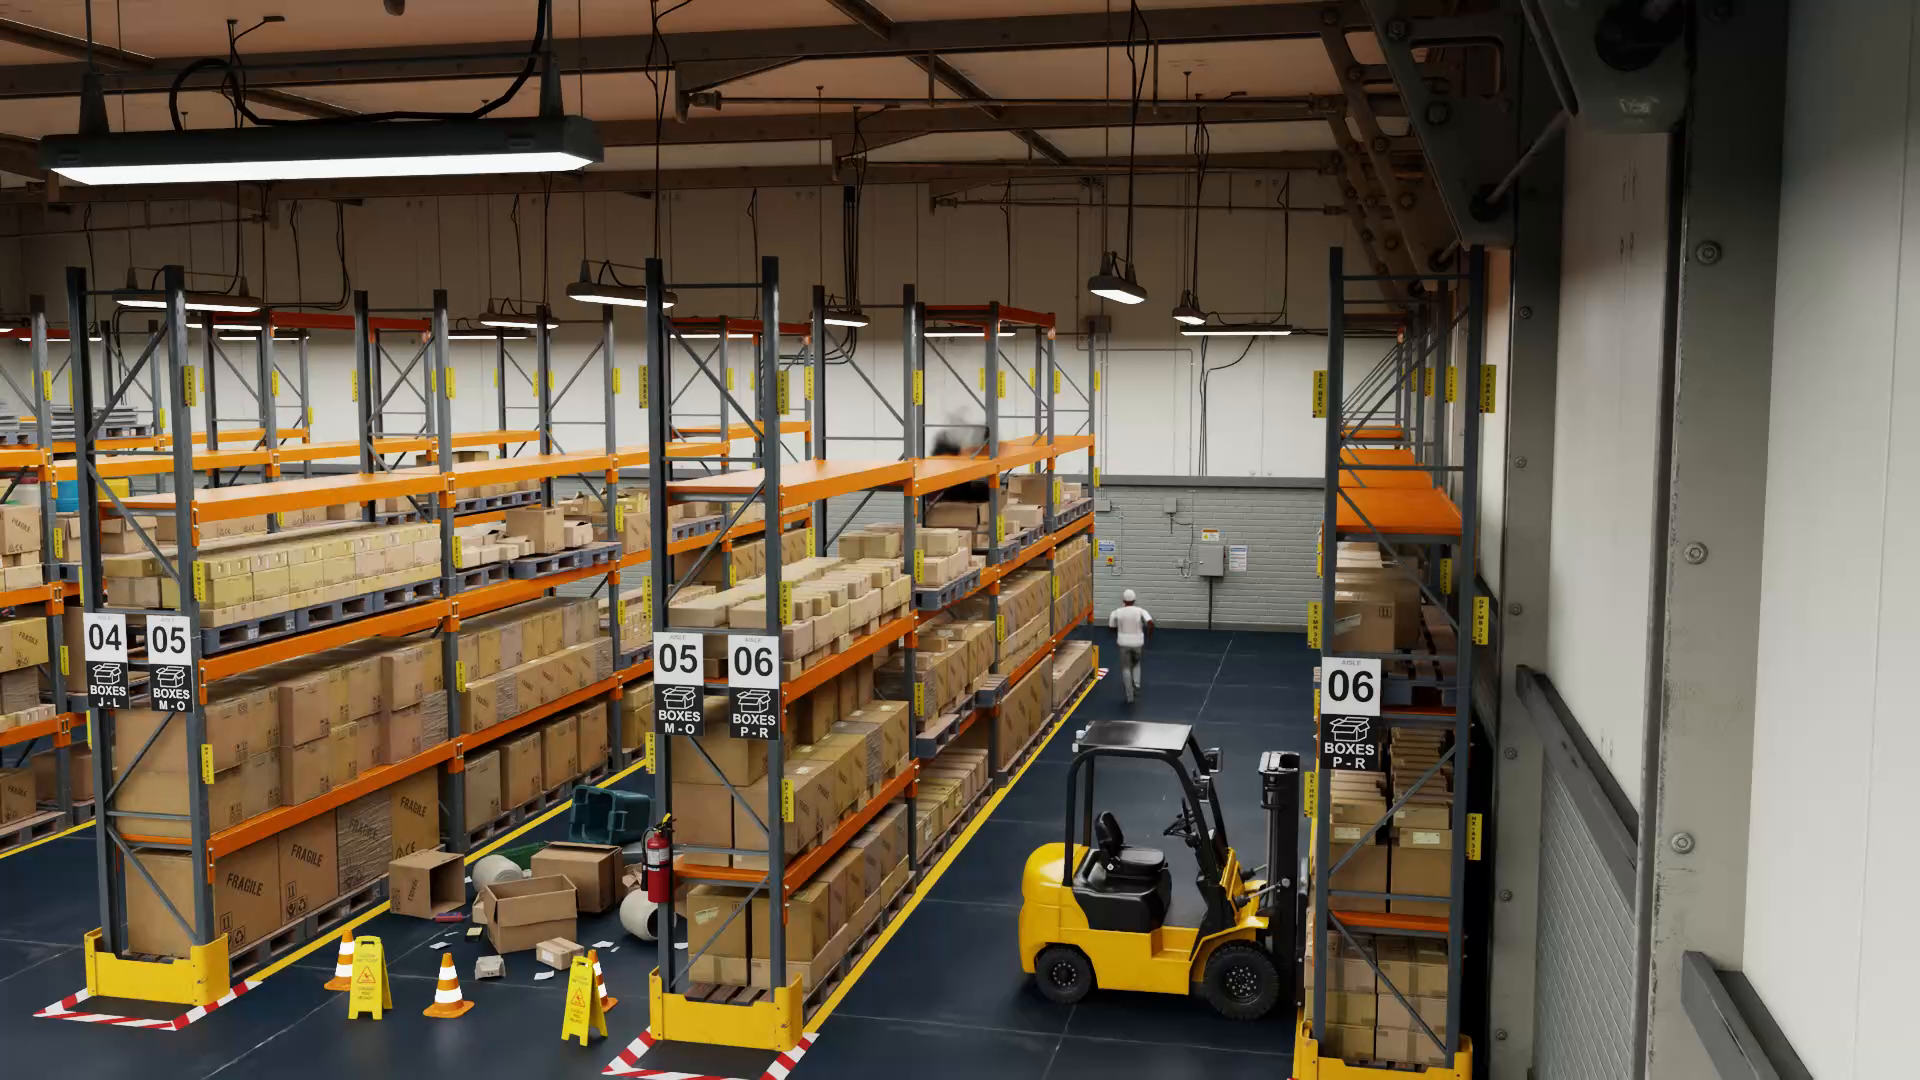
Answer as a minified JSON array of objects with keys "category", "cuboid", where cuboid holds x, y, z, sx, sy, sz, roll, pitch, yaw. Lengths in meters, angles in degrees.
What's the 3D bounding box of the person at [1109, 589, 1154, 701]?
[{"category":"person","cuboid":[2.686,1.637,26.199,0.692,1.741,0.660,0,6,1]}]
